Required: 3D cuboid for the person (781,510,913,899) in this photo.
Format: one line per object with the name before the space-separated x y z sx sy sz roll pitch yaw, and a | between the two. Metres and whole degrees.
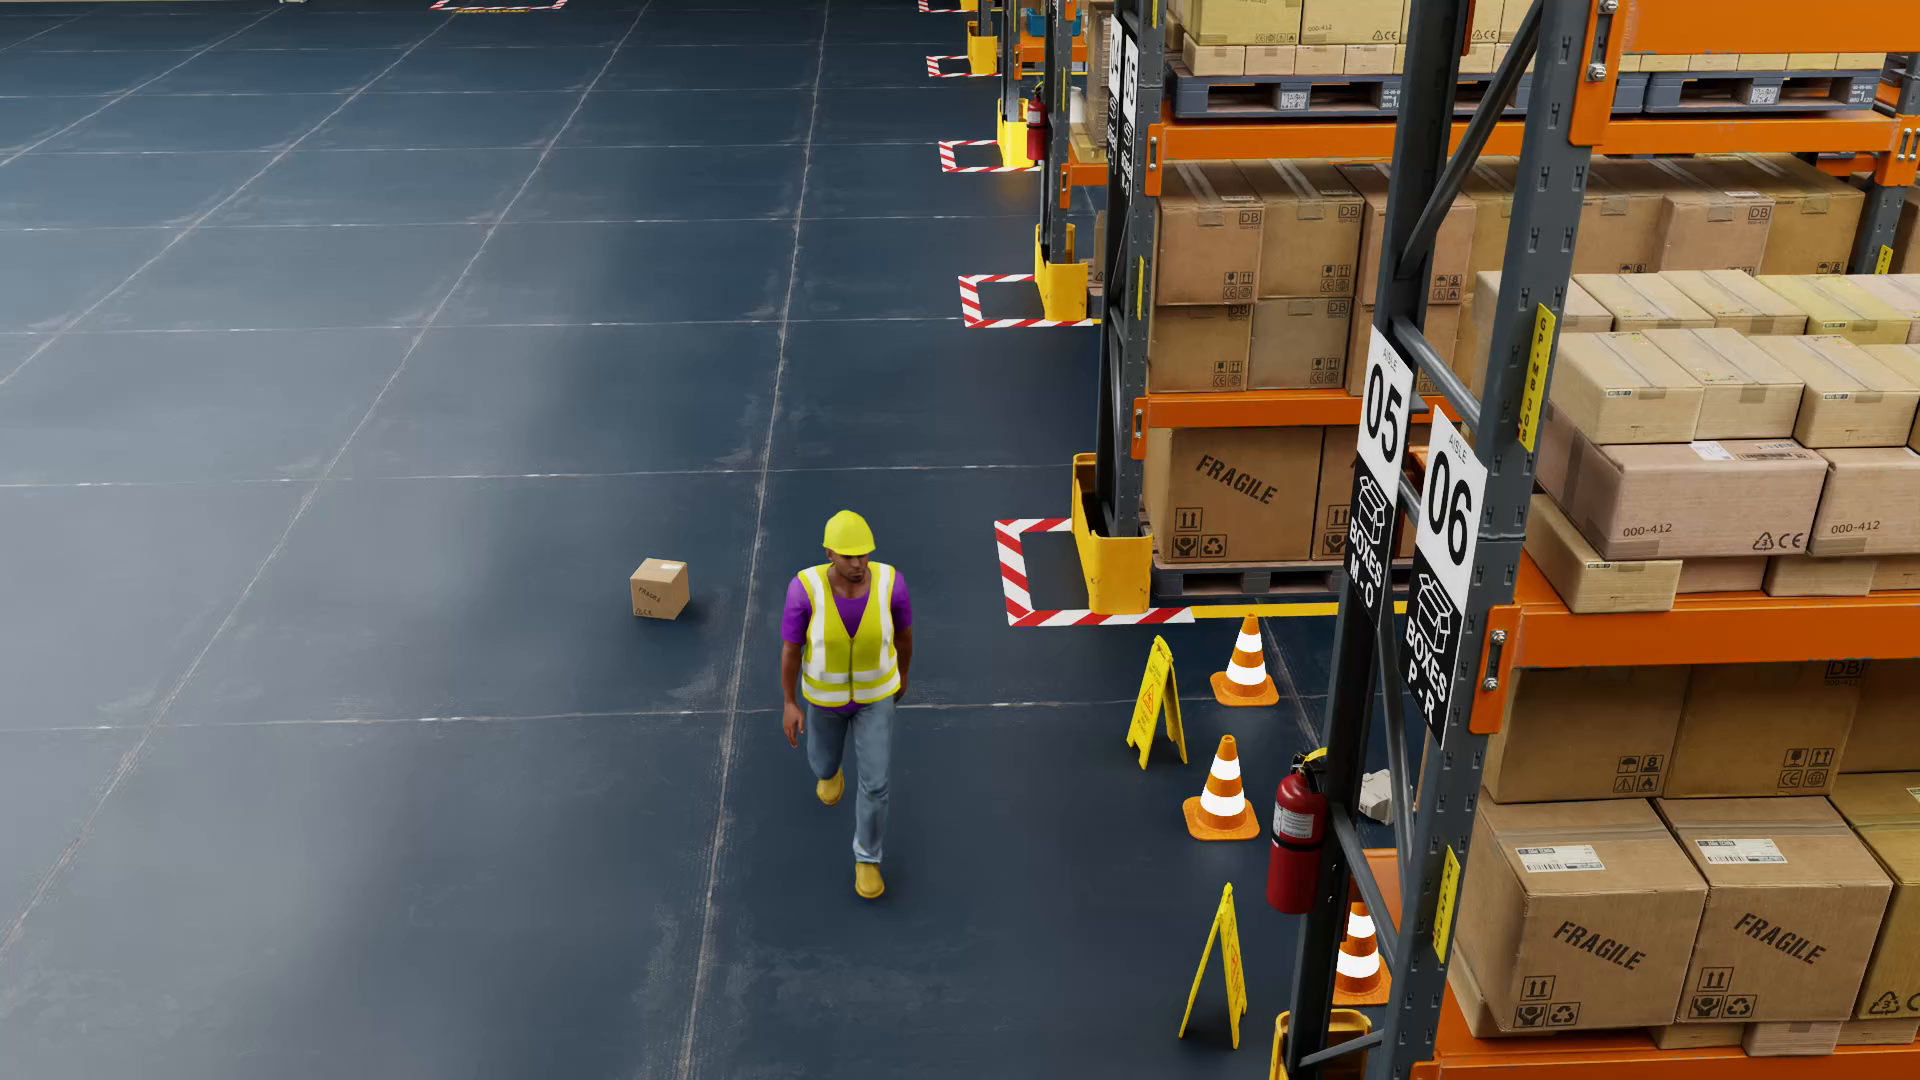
person | -0.488 0.642 7.349 0.579 1.730 0.938 -3 28 -6
